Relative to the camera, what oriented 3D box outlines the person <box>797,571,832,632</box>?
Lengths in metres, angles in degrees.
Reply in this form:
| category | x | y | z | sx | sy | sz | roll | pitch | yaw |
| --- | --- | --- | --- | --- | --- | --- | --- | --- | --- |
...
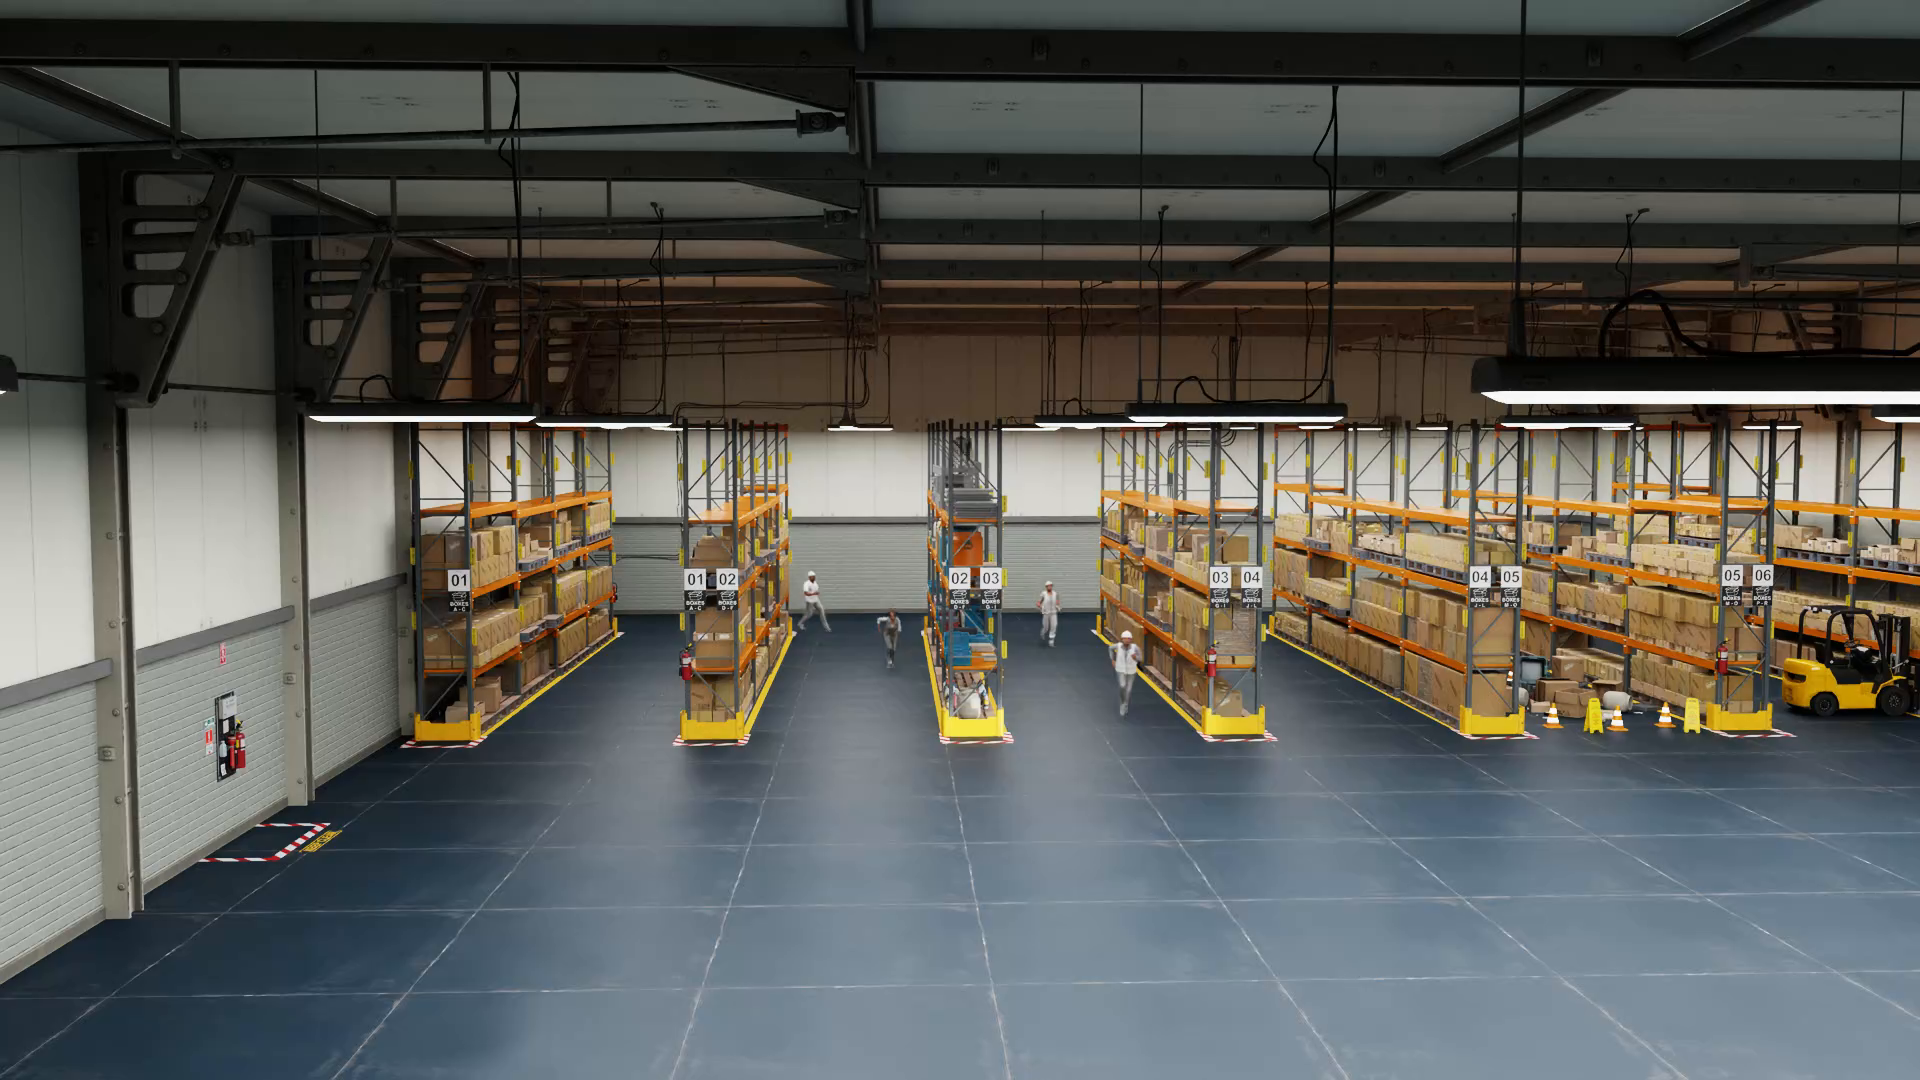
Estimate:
| category | x | y | z | sx | sy | sz | roll | pitch | yaw |
| --- | --- | --- | --- | --- | --- | --- | --- | --- | --- |
| person | -4.255 | 1.773 | 47.919 | 1.000 | 1.760 | 0.708 | 2 | 4 | 29 |

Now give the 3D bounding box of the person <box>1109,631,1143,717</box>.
| category | x | y | z | sx | sy | sz | roll | pitch | yaw |
| --- | --- | --- | --- | --- | --- | --- | --- | --- | --- |
| person | 3.366 | 2.689 | 33.783 | 0.647 | 1.743 | 0.924 | 0 | 4 | -3 |

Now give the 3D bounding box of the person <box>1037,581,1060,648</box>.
| category | x | y | z | sx | sy | sz | roll | pitch | yaw |
| --- | --- | --- | --- | --- | --- | --- | --- | --- | --- |
| person | 2.396 | 1.987 | 44.669 | 0.657 | 1.771 | 0.863 | -1 | 4 | -15 |

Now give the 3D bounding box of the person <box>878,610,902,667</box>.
| category | x | y | z | sx | sy | sz | roll | pitch | yaw |
| --- | --- | --- | --- | --- | --- | --- | --- | --- | --- |
| person | -1.715 | 2.402 | 40.446 | 0.569 | 1.435 | 0.869 | -1 | 4 | -11 |
